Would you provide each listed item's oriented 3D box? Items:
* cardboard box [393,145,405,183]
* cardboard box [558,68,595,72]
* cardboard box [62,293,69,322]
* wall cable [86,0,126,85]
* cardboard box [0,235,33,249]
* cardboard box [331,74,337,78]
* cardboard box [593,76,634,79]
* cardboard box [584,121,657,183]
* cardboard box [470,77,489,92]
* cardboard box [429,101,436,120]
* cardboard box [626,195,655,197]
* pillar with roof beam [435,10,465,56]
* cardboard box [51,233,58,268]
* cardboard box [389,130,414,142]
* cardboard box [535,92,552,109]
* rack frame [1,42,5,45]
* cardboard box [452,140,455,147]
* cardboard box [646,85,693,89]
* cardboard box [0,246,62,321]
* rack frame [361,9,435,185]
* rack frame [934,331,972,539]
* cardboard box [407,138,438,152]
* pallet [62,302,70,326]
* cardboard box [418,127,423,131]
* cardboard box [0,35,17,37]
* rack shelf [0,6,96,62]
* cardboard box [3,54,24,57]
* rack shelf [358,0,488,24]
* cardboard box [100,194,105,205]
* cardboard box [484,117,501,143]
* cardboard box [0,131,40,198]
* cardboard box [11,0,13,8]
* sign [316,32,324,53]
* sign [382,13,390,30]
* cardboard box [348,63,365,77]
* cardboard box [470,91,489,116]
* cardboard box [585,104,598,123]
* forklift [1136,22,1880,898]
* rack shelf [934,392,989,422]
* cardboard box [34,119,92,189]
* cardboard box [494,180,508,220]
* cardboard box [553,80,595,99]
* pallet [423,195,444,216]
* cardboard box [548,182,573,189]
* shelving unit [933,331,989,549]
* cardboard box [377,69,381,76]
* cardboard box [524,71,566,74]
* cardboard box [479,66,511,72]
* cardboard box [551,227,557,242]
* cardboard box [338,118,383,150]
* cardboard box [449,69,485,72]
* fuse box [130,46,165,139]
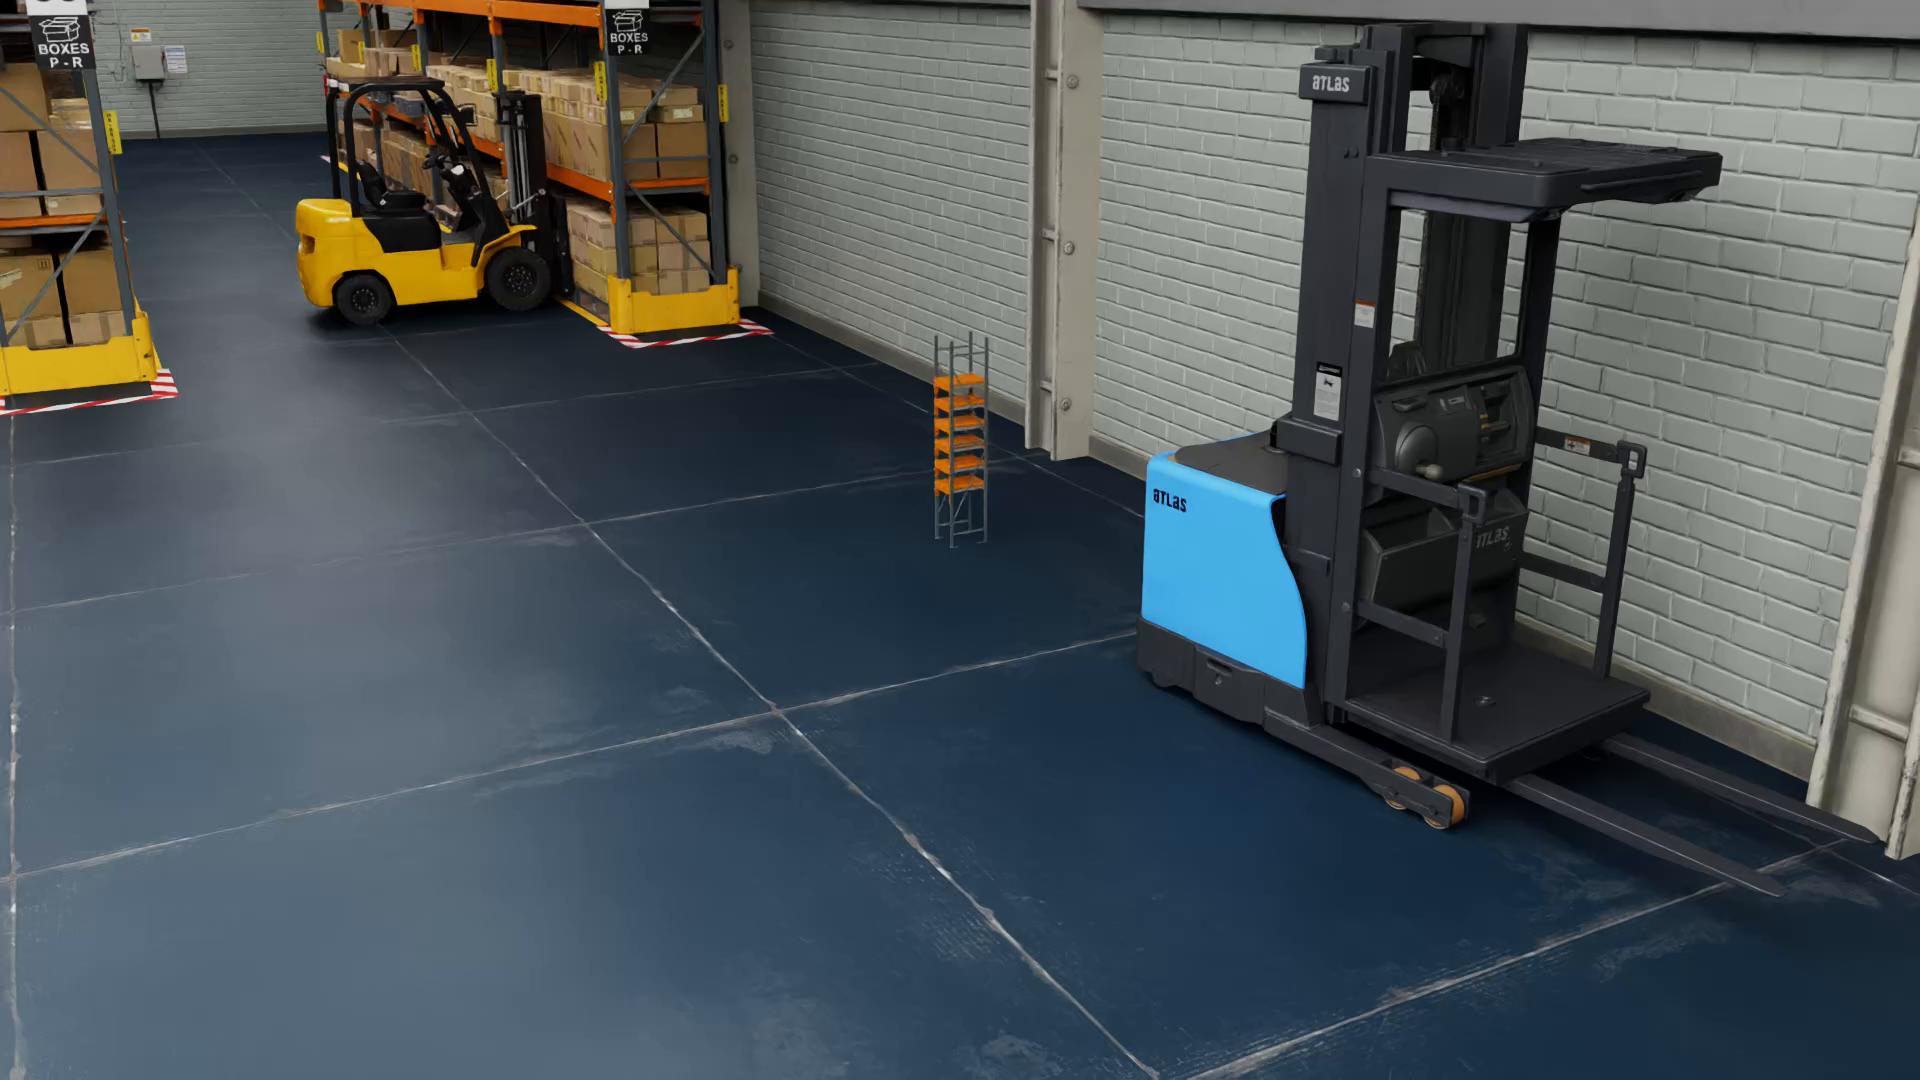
[{"bbox_3d":[-7.809,-5.405,23.885,0.500,0.500,0.500,-11,22,-28],"label":"cardboard box"},{"bbox_3d":[-4.119,-5.010,17.949,0.380,0.149,0.250,-10,21,-27],"label":"cardboard box"},{"bbox_3d":[-7.649,-2.118,14.742,0.500,0.250,0.500,-8,21,-23],"label":"cardboard box"},{"bbox_3d":[-16.057,-9.554,31.163,0.588,1.984,0.122,-10,21,-27],"label":"wall cable"},{"bbox_3d":[-7.847,-2.487,13.667,0.380,0.149,0.250,-9,21,-25],"label":"cardboard box"},{"bbox_3d":[-10.320,-7.750,27.877,0.380,0.149,0.250,-10,21,-27],"label":"cardboard box"},{"bbox_3d":[-3.446,-4.560,16.645,0.380,0.149,0.250,-9,21,-25],"label":"cardboard box"},{"bbox_3d":[-3.102,-3.560,15.197,0.500,0.500,0.500,-11,22,-28],"label":"cardboard box"},{"bbox_3d":[-5.344,-5.183,18.905,0.380,0.149,0.250,-11,22,-28],"label":"cardboard box"},{"bbox_3d":[-6.440,-5.473,21.123,0.500,0.250,0.500,-10,21,-26],"label":"cardboard box"},{"bbox_3d":[-3.404,-3.387,16.888,0.500,0.250,0.500,-10,22,-28],"label":"cardboard box"},{"bbox_3d":[-11.661,-9.366,22.978,9.100,9.000,0.400,-10,21,-27],"label":"pillar with roof beam"},{"bbox_3d":[-9.154,-2.897,16.814,0.950,0.372,0.625,-10,21,-26],"label":"cardboard box"},{"bbox_3d":[-8.199,-5.969,24.525,0.380,0.149,0.250,-11,22,-28],"label":"cardboard box"},{"bbox_3d":[-4.034,-4.410,16.667,0.380,0.149,0.250,-11,22,-28],"label":"cardboard box"},{"bbox_3d":[-10.802,-4.939,19.346,1.000,3.000,0.127,-10,21,-27],"label":"rack frame"},{"bbox_3d":[-6.914,-5.530,23.252,0.380,0.149,0.250,-10,22,-28],"label":"cardboard box"},{"bbox_3d":[-2.680,-4.122,15.376,0.380,0.149,0.250,-9,21,-25],"label":"cardboard box"},{"bbox_3d":[-7.613,-2.085,13.498,0.500,0.500,0.500,-10,21,-26],"label":"cardboard box"},{"bbox_3d":[-8.335,-6.857,24.905,1.000,3.000,0.127,-10,21,-27],"label":"rack frame"},{"bbox_3d":[-0.037,-0.589,9.500,0.240,1.200,0.006,-10,21,-27],"label":"rack frame"},{"bbox_3d":[-7.498,-5.520,23.224,0.380,0.149,0.250,-11,22,-29],"label":"cardboard box"},{"bbox_3d":[-7.970,-1.935,14.914,1.003,0.211,1.213,-10,21,-27],"label":"pallet"},{"bbox_3d":[-7.907,-6.120,24.962,0.380,0.149,0.250,-11,22,-29],"label":"cardboard box"},{"bbox_3d":[-12.244,-6.150,21.170,0.500,0.500,0.500,-11,22,-28],"label":"cardboard box"},{"bbox_3d":[-7.953,-4.295,13.983,1.077,0.370,4.000,-10,21,-27],"label":"rack shelf"},{"bbox_3d":[-8.005,-3.693,13.592,0.700,0.500,0.500,-10,22,-27],"label":"cardboard box"},{"bbox_3d":[-7.385,-7.361,22.869,1.077,0.370,4.000,-10,21,-27],"label":"rack shelf"},{"bbox_3d":[-7.170,-2.812,13.568,0.380,0.149,0.250,-11,22,-28],"label":"cardboard box"},{"bbox_3d":[-5.006,-4.594,18.576,0.500,0.250,0.500,-9,21,-25],"label":"cardboard box"},{"bbox_3d":[-7.504,-2.944,12.954,0.500,0.500,0.500,-10,22,-28],"label":"cardboard box"},{"bbox_3d":[-7.960,-4.661,14.328,0.380,0.149,0.250,-9,21,-25],"label":"cardboard box"},{"bbox_3d":[-10.712,-8.331,27.848,0.100,0.325,0.005,-10,21,-27],"label":"sign"},{"bbox_3d":[-9.737,-8.782,28.225,0.100,0.325,0.005,-10,21,-27],"label":"sign"},{"bbox_3d":[-9.268,-7.322,26.026,0.500,0.250,0.500,-10,21,-27],"label":"cardboard box"},{"bbox_3d":[-5.245,-4.974,18.911,0.500,0.250,0.500,-11,22,-28],"label":"cardboard box"},{"bbox_3d":[-3.196,-3.891,15.162,0.380,0.149,0.250,-10,21,-26],"label":"cardboard box"},{"bbox_3d":[2.096,-0.453,6.450,1.130,2.935,3.031,-13,23,-34],"label":"forklift"},{"bbox_3d":[0.007,-0.748,9.360,0.258,0.103,0.180,-10,21,-27],"label":"rack shelf"},{"bbox_3d":[-7.233,-3.158,13.574,0.500,0.500,0.500,-9,21,-25],"label":"cardboard box"},{"bbox_3d":[-4.794,-3.785,18.998,0.875,0.625,0.625,-9,21,-24],"label":"cardboard box"},{"bbox_3d":[-3.687,-4.328,15.972,0.380,0.149,0.250,-10,21,-26],"label":"cardboard box"},{"bbox_3d":[-6.757,-4.611,22.670,1.003,0.211,1.213,-10,21,-27],"label":"pallet"},{"bbox_3d":[-4.349,-3.596,17.493,0.500,0.250,0.500,-10,21,-27],"label":"cardboard box"},{"bbox_3d":[0.007,-0.563,9.424,0.258,1.200,0.189,-10,21,-27],"label":"shelving unit"},{"bbox_3d":[-8.013,-6.534,23.531,0.396,0.266,0.258,-9,21,-24],"label":"cardboard box"},{"bbox_3d":[-4.313,-4.785,17.296,0.380,0.149,0.250,-10,22,-28],"label":"cardboard box"},{"bbox_3d":[-5.811,-5.859,20.865,0.380,0.149,0.250,-10,21,-27],"label":"cardboard box"},{"bbox_3d":[-3.870,-3.074,16.745,0.500,0.250,0.500,-10,21,-27],"label":"cardboard box"},{"bbox_3d":[-10.028,-6.834,28.020,0.797,0.503,0.637,-11,22,-29],"label":"cardboard box"},{"bbox_3d":[-5.990,-5.639,20.227,0.380,0.149,0.250,-10,21,-26],"label":"cardboard box"},{"bbox_3d":[-15.381,-8.525,31.714,0.539,1.711,0.414,-10,21,-27],"label":"fuse box"}]
